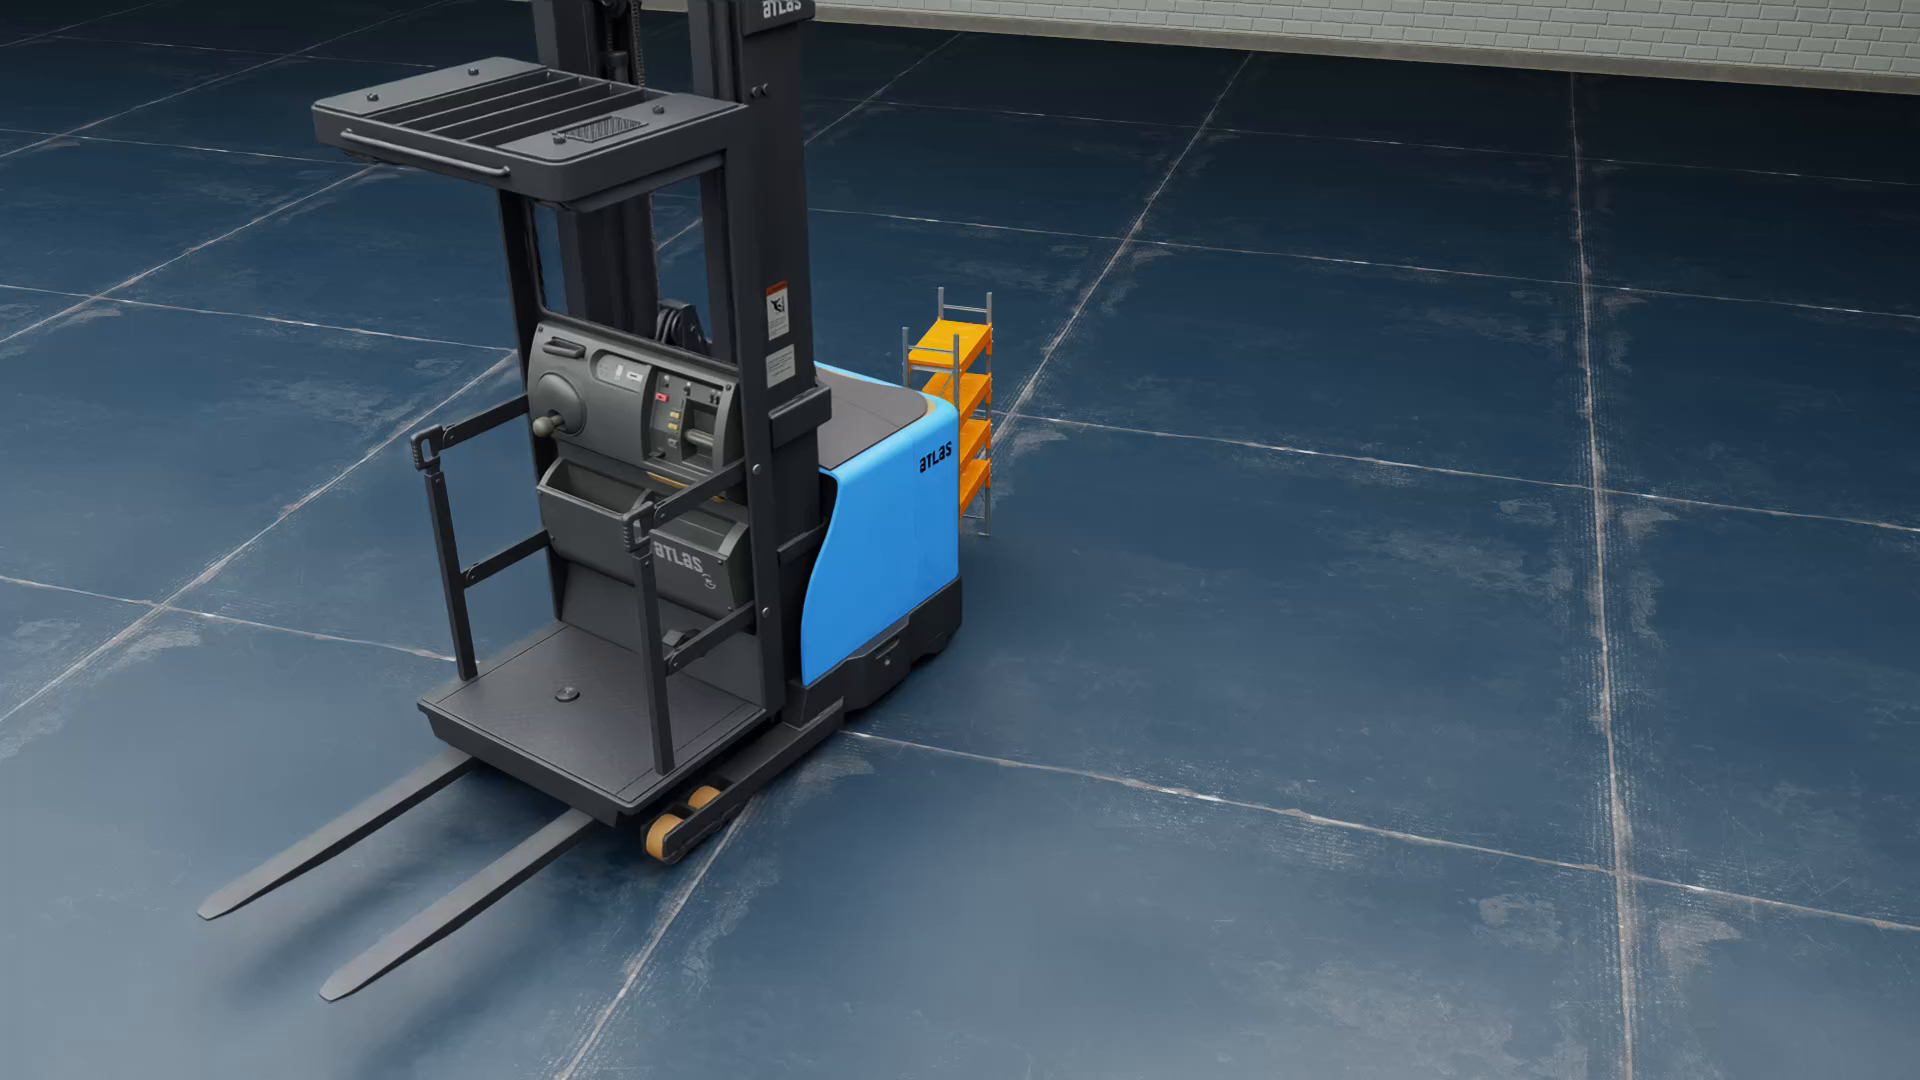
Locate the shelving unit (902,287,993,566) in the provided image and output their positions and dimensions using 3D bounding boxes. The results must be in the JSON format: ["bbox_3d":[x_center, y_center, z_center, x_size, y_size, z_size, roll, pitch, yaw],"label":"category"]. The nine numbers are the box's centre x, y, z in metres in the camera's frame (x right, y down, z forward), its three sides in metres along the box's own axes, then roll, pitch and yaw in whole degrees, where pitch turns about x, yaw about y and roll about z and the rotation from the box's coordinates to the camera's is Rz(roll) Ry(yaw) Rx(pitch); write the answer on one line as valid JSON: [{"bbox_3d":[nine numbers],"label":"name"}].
[{"bbox_3d":[-0.049,-0.447,7.320,0.258,1.200,0.503,8,30,15],"label":"shelving unit"}]

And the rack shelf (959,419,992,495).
[{"bbox_3d":[-0.049,-0.389,7.353,0.258,0.148,0.480,8,30,15],"label":"rack shelf"}]

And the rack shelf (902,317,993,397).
[{"bbox_3d":[-0.049,-0.791,7.129,0.258,0.148,0.480,8,30,15],"label":"rack shelf"}]

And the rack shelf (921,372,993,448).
[{"bbox_3d":[-0.049,-0.584,7.244,0.258,0.148,0.480,8,30,15],"label":"rack shelf"}]

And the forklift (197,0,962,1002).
[{"bbox_3d":[-1.248,-0.431,5.511,1.130,2.935,3.031,19,34,30],"label":"forklift"}]

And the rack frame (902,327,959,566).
[{"bbox_3d":[-0.120,-0.334,7.116,0.240,1.200,0.015,8,30,15],"label":"rack frame"}]

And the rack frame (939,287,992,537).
[{"bbox_3d":[0.023,-0.561,7.524,0.240,1.200,0.015,8,30,15],"label":"rack frame"}]

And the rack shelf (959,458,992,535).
[{"bbox_3d":[-0.049,-0.215,7.449,0.258,0.148,0.480,8,30,15],"label":"rack shelf"}]
